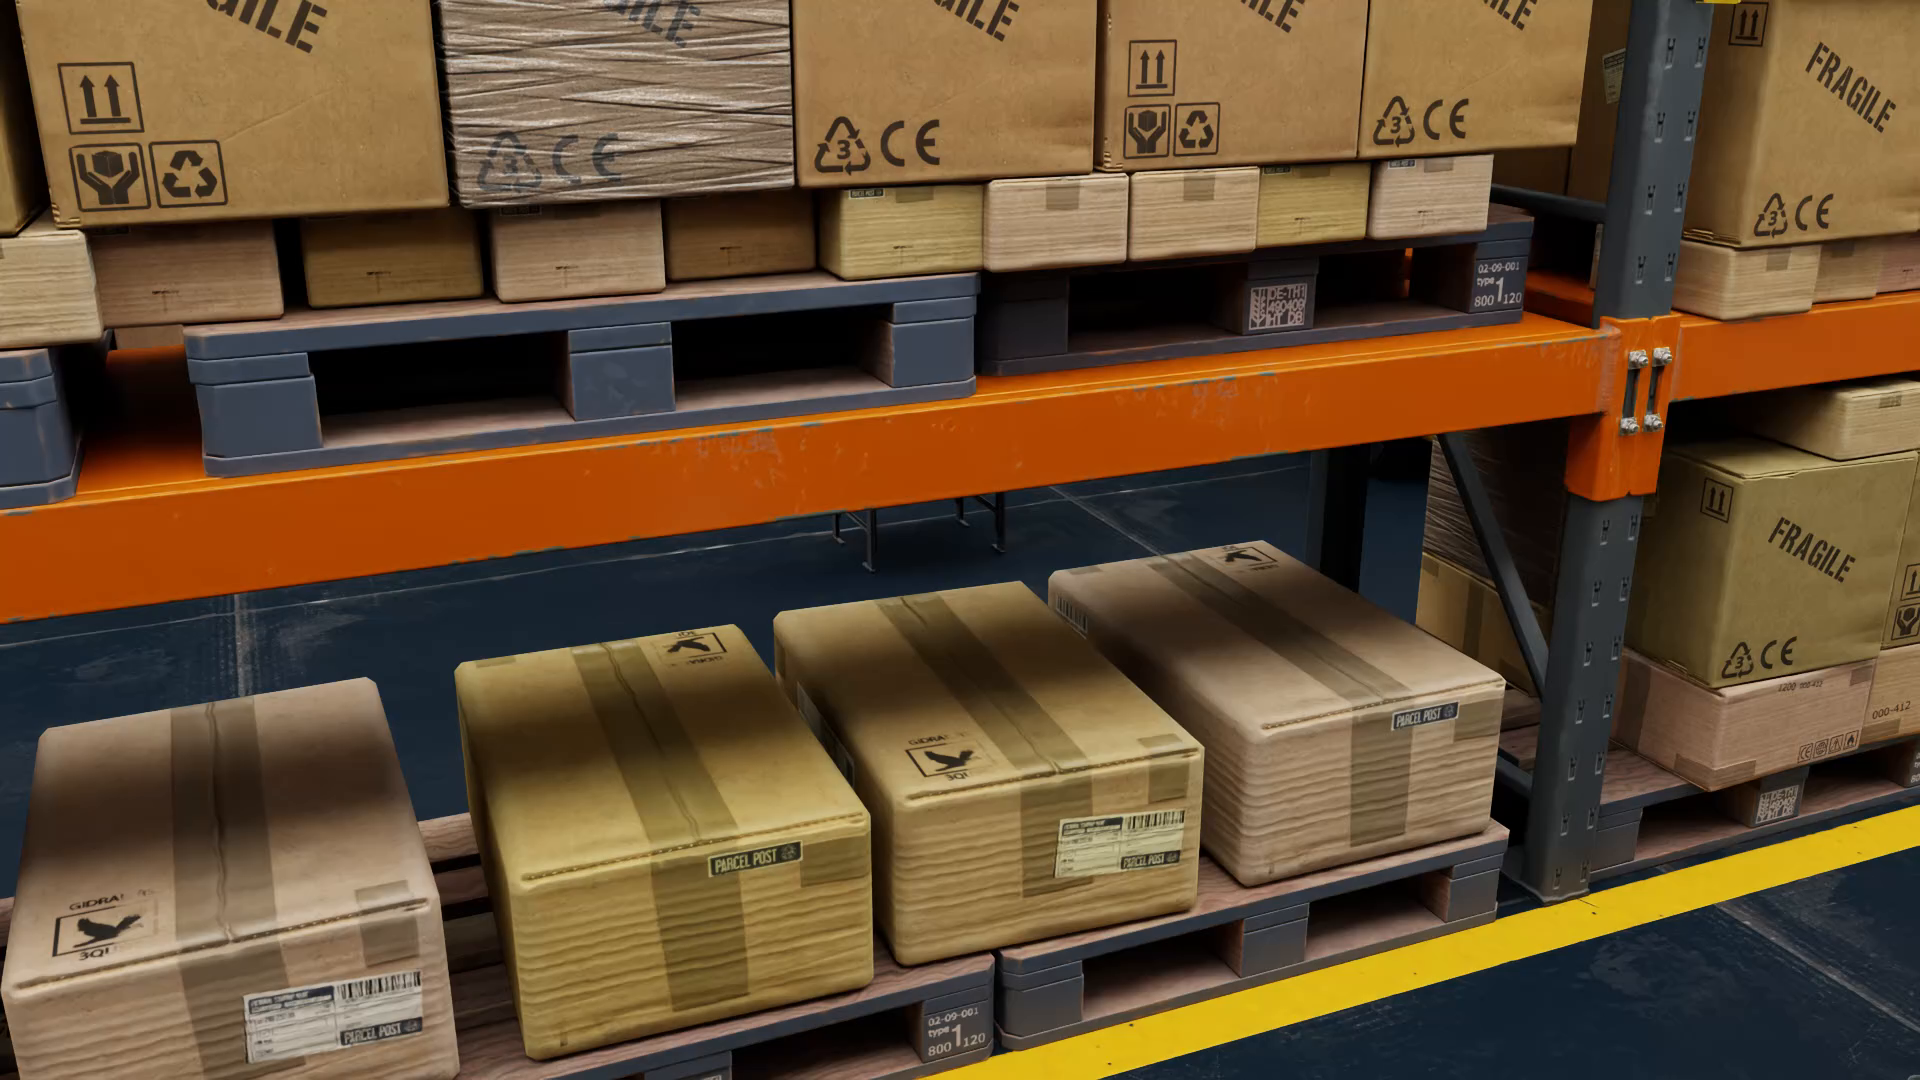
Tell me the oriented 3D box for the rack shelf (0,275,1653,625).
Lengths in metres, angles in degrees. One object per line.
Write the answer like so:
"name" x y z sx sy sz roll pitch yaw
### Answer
"rack shelf" -0.676 -0.155 3.029 4.000 0.370 1.077 -8 21 -22

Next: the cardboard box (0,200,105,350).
"cardboard box" -1.337 -0.376 2.319 0.250 0.149 0.380 -8 21 -22

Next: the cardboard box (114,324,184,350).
"cardboard box" -3.307 -0.989 7.257 0.625 0.625 0.875 -7 21 -20

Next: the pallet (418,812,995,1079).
"pallet" -0.676 0.822 3.369 1.213 0.211 1.003 -8 21 -22

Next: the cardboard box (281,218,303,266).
"cardboard box" -1.111 -0.596 2.943 0.250 0.149 0.380 -8 21 -22

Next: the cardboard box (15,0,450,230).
"cardboard box" -1.047 -0.748 2.400 0.500 0.500 0.500 -8 21 -21

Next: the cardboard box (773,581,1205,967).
"cardboard box" 0.021 0.449 3.554 0.625 0.372 0.950 -7 21 -19

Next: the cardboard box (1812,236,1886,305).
"cardboard box" 1.788 -0.632 3.678 0.250 0.149 0.380 -8 21 -20

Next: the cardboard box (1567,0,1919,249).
"cardboard box" 1.675 -0.918 3.514 0.500 0.500 0.500 -8 21 -22

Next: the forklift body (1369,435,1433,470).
"forklift body" 1.845 -1.591 7.302 1.214 2.155 2.313 -8 21 -22

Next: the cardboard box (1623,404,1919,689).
"cardboard box" 1.809 -0.008 3.906 0.500 0.500 0.500 -7 21 -19

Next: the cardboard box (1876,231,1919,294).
"cardboard box" 2.020 -0.676 3.804 0.250 0.149 0.380 -8 21 -22

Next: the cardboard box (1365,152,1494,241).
"cardboard box" 0.798 -0.685 3.198 0.250 0.149 0.380 -8 21 -21

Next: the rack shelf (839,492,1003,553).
"rack shelf" -0.152 -0.295 5.848 0.480 0.518 0.431 -8 21 -22

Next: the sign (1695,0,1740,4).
"sign" 1.384 -1.135 2.985 0.005 0.325 0.100 -8 21 -22

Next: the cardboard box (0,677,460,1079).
"cardboard box" -1.315 0.639 3.014 0.625 0.372 0.950 -9 21 -23

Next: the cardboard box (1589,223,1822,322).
"cardboard box" 1.577 -0.583 3.539 0.250 0.149 0.380 -8 21 -22

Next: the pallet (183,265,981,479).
"pallet" -0.711 -0.414 2.969 1.213 0.211 1.003 -8 21 -22

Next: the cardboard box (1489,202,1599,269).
"cardboard box" 1.335 -0.774 4.083 0.250 0.149 0.380 -8 21 -22

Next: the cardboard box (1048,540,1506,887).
"cardboard box" 0.680 0.354 3.826 0.625 0.372 0.950 -8 21 -21

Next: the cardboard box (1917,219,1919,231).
"cardboard box" 2.127 -0.991 3.722 0.500 0.500 0.500 -8 21 -22

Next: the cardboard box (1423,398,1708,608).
"cardboard box" 1.598 -0.172 4.373 0.500 0.500 0.500 -8 21 -23

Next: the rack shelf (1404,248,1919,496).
"rack shelf" 2.997 -0.681 4.524 4.000 0.370 1.077 -8 21 -22

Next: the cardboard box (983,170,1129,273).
"cardboard box" 0.093 -0.577 2.889 0.250 0.149 0.380 -8 21 -21

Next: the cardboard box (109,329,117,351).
"cardboard box" -3.904 -0.900 7.006 0.625 0.625 0.875 -7 21 -20

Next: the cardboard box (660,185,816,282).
"cardboard box" -0.428 -0.552 2.820 0.250 0.149 0.380 -9 21 -24

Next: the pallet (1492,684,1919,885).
"pallet" 1.763 0.459 4.402 1.213 0.211 1.003 -8 21 -22

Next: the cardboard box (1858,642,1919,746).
"cardboard box" 2.295 0.272 4.240 0.500 0.250 0.500 -7 21 -19

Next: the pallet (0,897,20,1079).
"pallet" -1.794 0.982 2.916 1.213 0.211 1.003 -8 21 -22

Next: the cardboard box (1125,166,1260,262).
"cardboard box" 0.326 -0.611 2.987 0.250 0.149 0.380 -9 21 -23

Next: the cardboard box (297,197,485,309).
"cardboard box" -0.903 -0.480 2.616 0.250 0.149 0.380 -7 21 -20

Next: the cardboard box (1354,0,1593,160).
"cardboard box" 0.827 -1.012 3.150 0.500 0.500 0.500 -9 21 -23

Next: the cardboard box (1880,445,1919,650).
"cardboard box" 2.296 -0.082 4.116 0.500 0.500 0.500 -7 21 -20

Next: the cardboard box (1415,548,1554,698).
"cardboard box" 1.597 0.182 4.498 0.500 0.250 0.500 -7 21 -19

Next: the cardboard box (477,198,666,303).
"cardboard box" -0.637 -0.495 2.657 0.250 0.149 0.380 -7 21 -20

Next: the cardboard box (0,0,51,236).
"cardboard box" -1.532 -0.676 2.195 0.500 0.500 0.500 -7 21 -19

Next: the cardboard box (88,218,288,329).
"cardboard box" -1.147 -0.431 2.476 0.250 0.149 0.380 -7 21 -19

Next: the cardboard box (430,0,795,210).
"cardboard box" -0.584 -0.812 2.580 0.500 0.500 0.500 -9 21 -24

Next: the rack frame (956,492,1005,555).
"rack frame" 0.072 -1.001 5.703 0.015 2.100 0.400 -8 21 -22

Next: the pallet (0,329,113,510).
"pallet" -1.900 -0.267 2.553 1.003 0.211 1.213 -8 21 -22

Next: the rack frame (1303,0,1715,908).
"rack frame" 1.161 -0.758 3.657 0.127 3.000 1.000 -8 21 -22

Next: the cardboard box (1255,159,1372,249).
"cardboard box" 0.548 -0.656 3.114 0.250 0.149 0.380 -9 21 -24

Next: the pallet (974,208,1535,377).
"pallet" 0.401 -0.611 3.529 1.213 0.211 1.003 -8 21 -22

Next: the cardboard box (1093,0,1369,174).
"cardboard box" 0.373 -0.947 2.964 0.500 0.500 0.500 -8 21 -22

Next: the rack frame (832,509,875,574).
"rack frame" -0.376 -0.937 5.520 0.015 2.100 0.400 -8 21 -22

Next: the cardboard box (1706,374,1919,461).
"cardboard box" 1.948 -0.312 3.793 0.250 0.149 0.380 -8 21 -21

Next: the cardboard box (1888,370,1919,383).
"cardboard box" 2.419 -0.380 3.987 0.250 0.149 0.380 -7 21 -20

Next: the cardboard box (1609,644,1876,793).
"cardboard box" 1.809 0.346 4.031 0.500 0.250 0.500 -9 21 -24

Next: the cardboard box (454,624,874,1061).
"cardboard box" -0.617 0.541 3.293 0.625 0.372 0.950 -7 21 -20

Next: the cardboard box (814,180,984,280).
"cardboard box" -0.145 -0.555 2.829 0.250 0.149 0.380 -8 21 -22

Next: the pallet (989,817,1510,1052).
"pallet" 0.446 0.661 3.828 1.213 0.211 1.003 -8 21 -22

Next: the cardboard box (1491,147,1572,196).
"cardboard box" 1.470 -1.079 3.972 0.500 0.500 0.500 -9 21 -23

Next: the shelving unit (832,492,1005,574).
"shelving unit" -0.152 -0.969 5.611 0.503 2.100 0.431 -8 21 -22

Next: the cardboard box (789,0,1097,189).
"cardboard box" -0.104 -0.881 2.776 0.500 0.500 0.500 -7 21 -20
